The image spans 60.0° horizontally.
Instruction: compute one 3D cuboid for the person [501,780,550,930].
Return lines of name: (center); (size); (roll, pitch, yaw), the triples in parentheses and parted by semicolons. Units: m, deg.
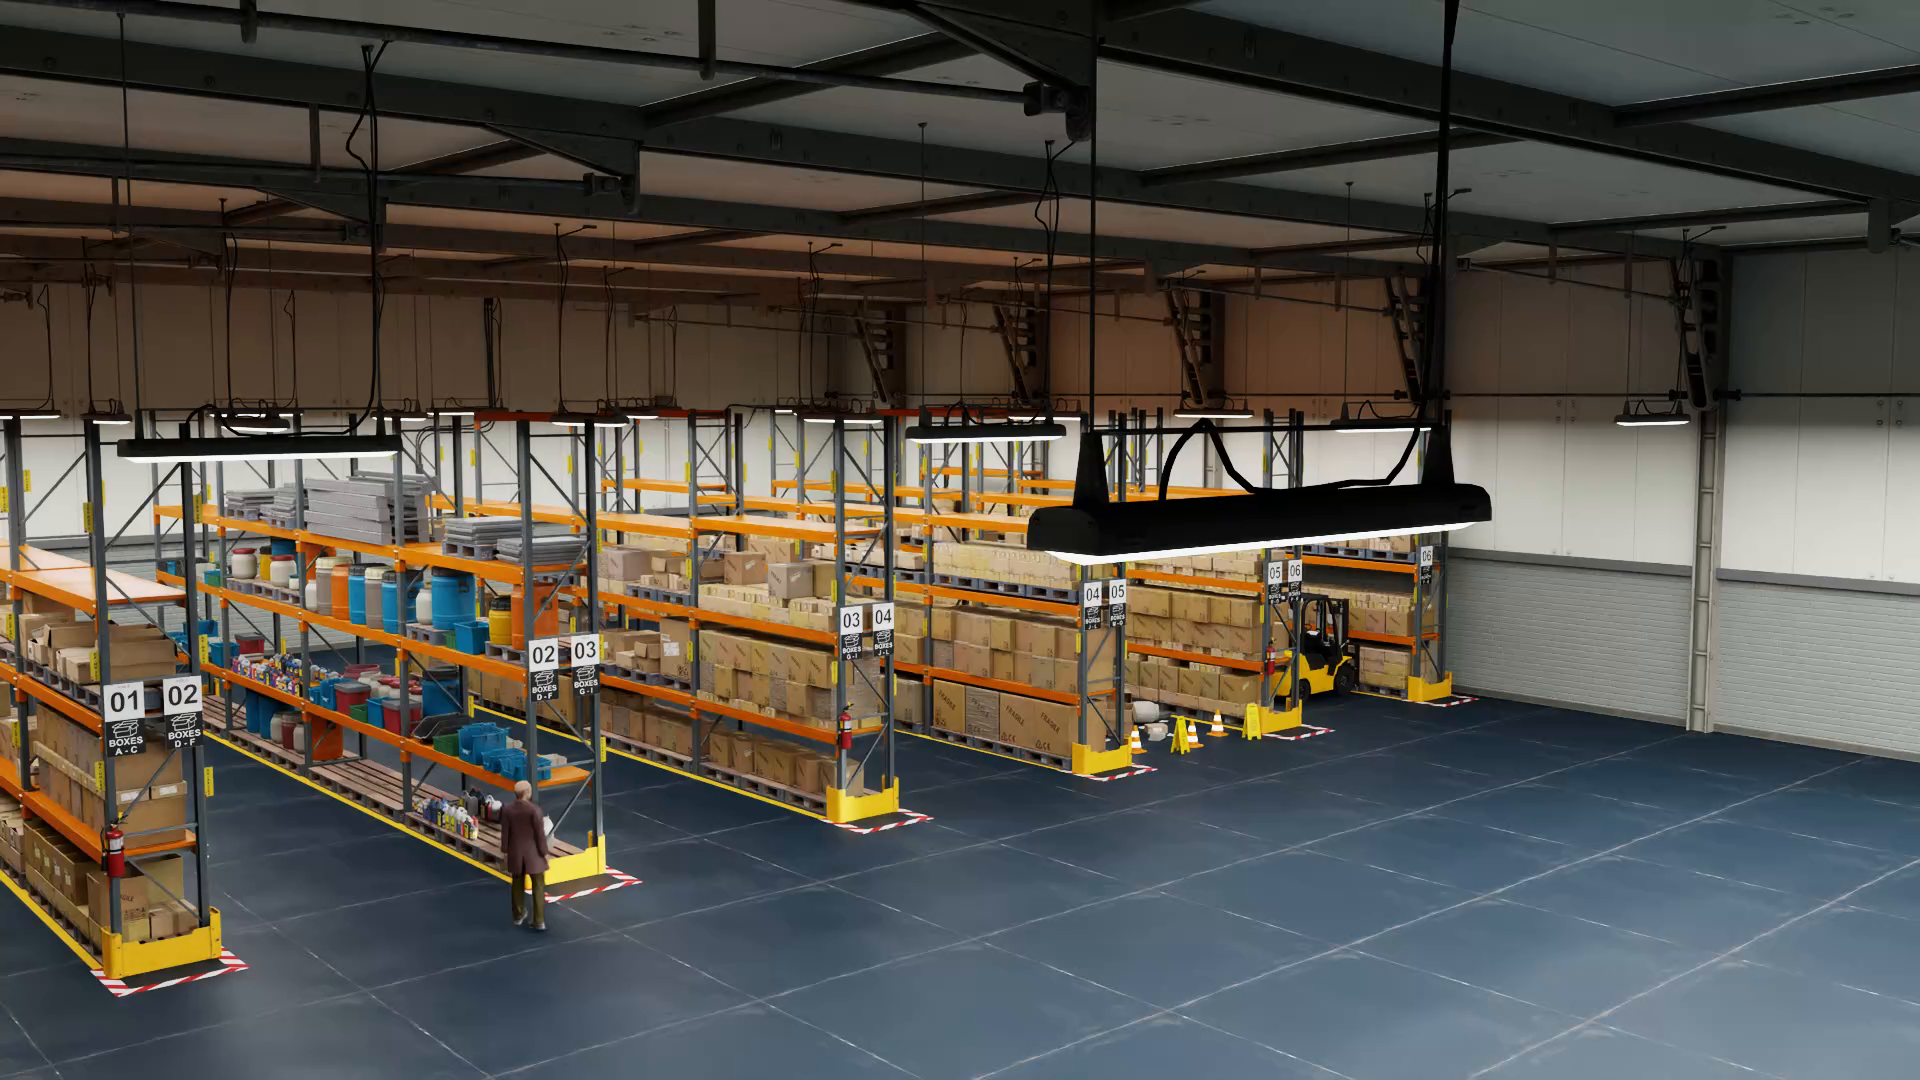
person: (-5.160, 3.717, 19.798); (0.608, 1.787, 0.634); (0, 5, 1)
